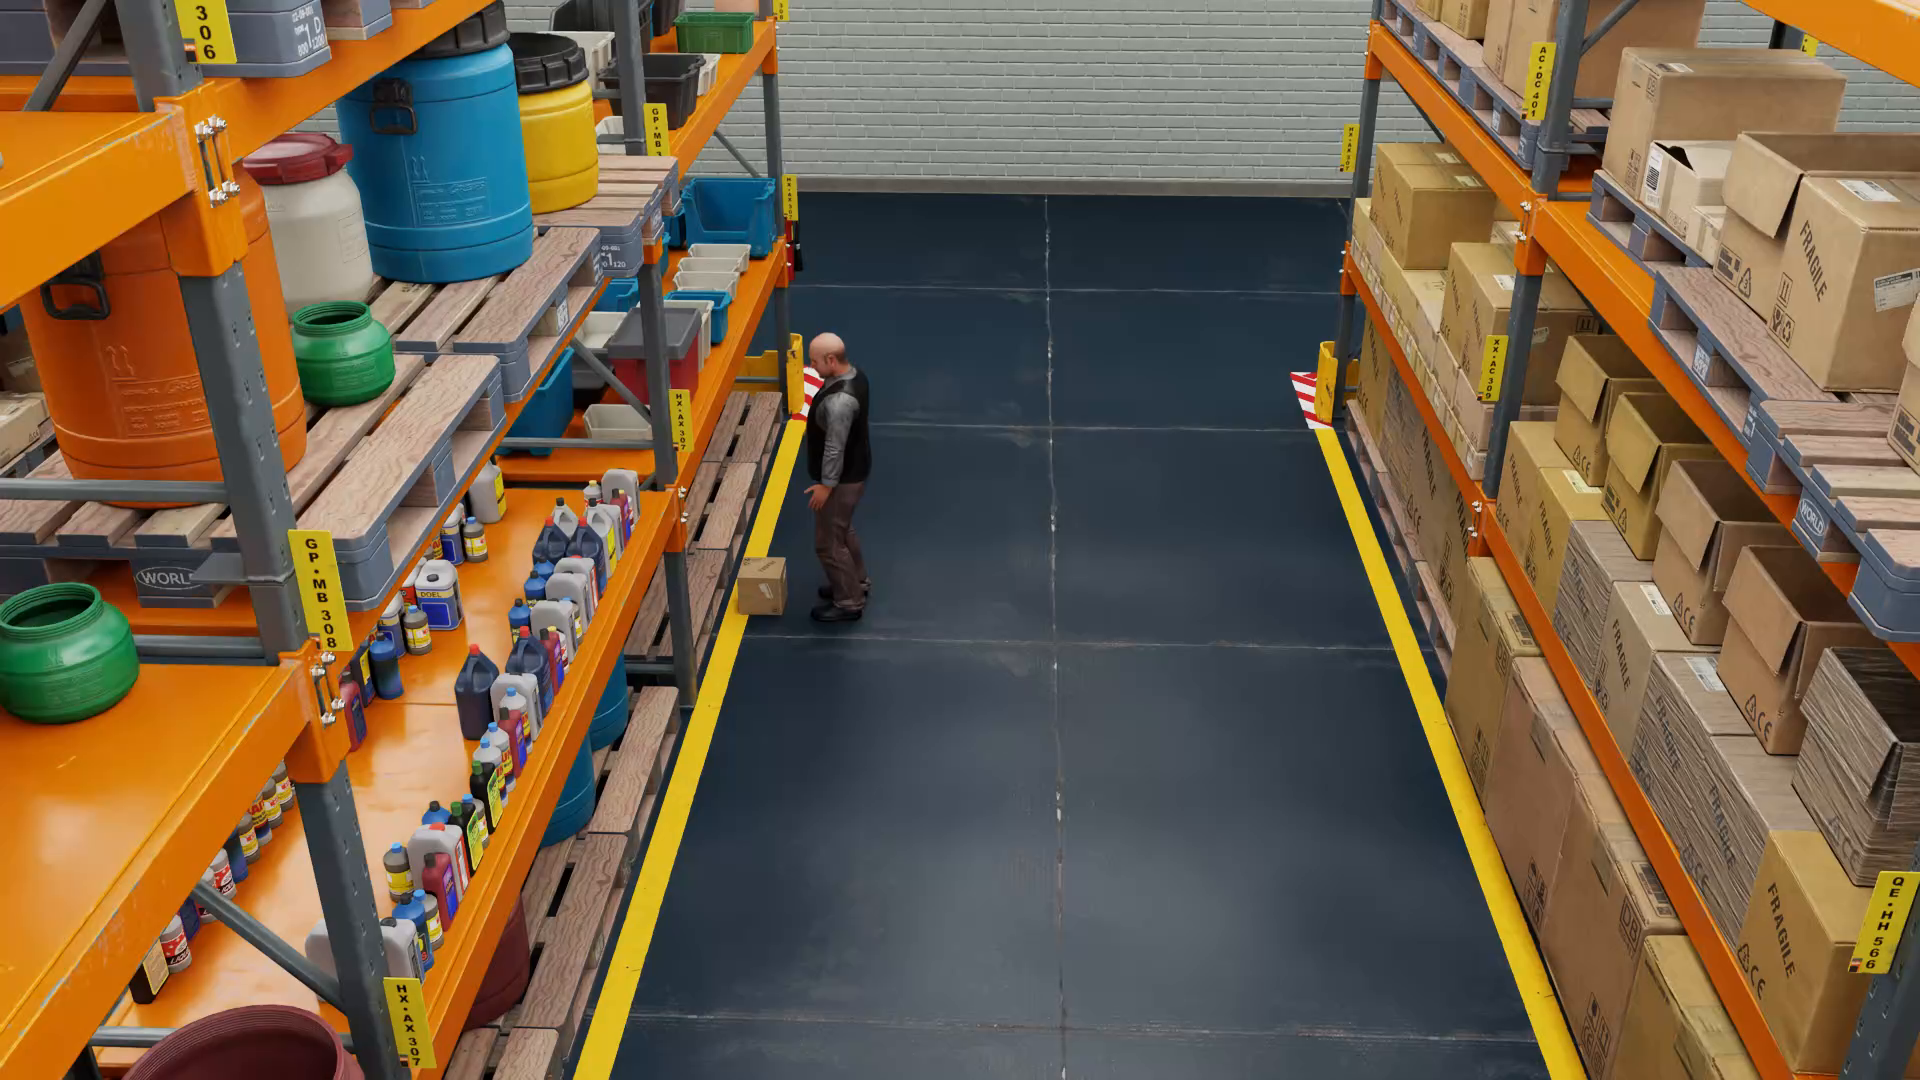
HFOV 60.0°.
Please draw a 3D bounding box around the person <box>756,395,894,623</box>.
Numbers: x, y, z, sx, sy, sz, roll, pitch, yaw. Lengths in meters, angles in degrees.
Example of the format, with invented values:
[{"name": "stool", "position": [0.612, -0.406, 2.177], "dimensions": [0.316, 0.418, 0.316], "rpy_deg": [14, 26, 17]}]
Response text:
[{"name": "person", "position": [-0.748, -0.189, 9.415], "dimensions": [0.743, 1.345, 0.590], "rpy_deg": [1, 28, 2]}]
